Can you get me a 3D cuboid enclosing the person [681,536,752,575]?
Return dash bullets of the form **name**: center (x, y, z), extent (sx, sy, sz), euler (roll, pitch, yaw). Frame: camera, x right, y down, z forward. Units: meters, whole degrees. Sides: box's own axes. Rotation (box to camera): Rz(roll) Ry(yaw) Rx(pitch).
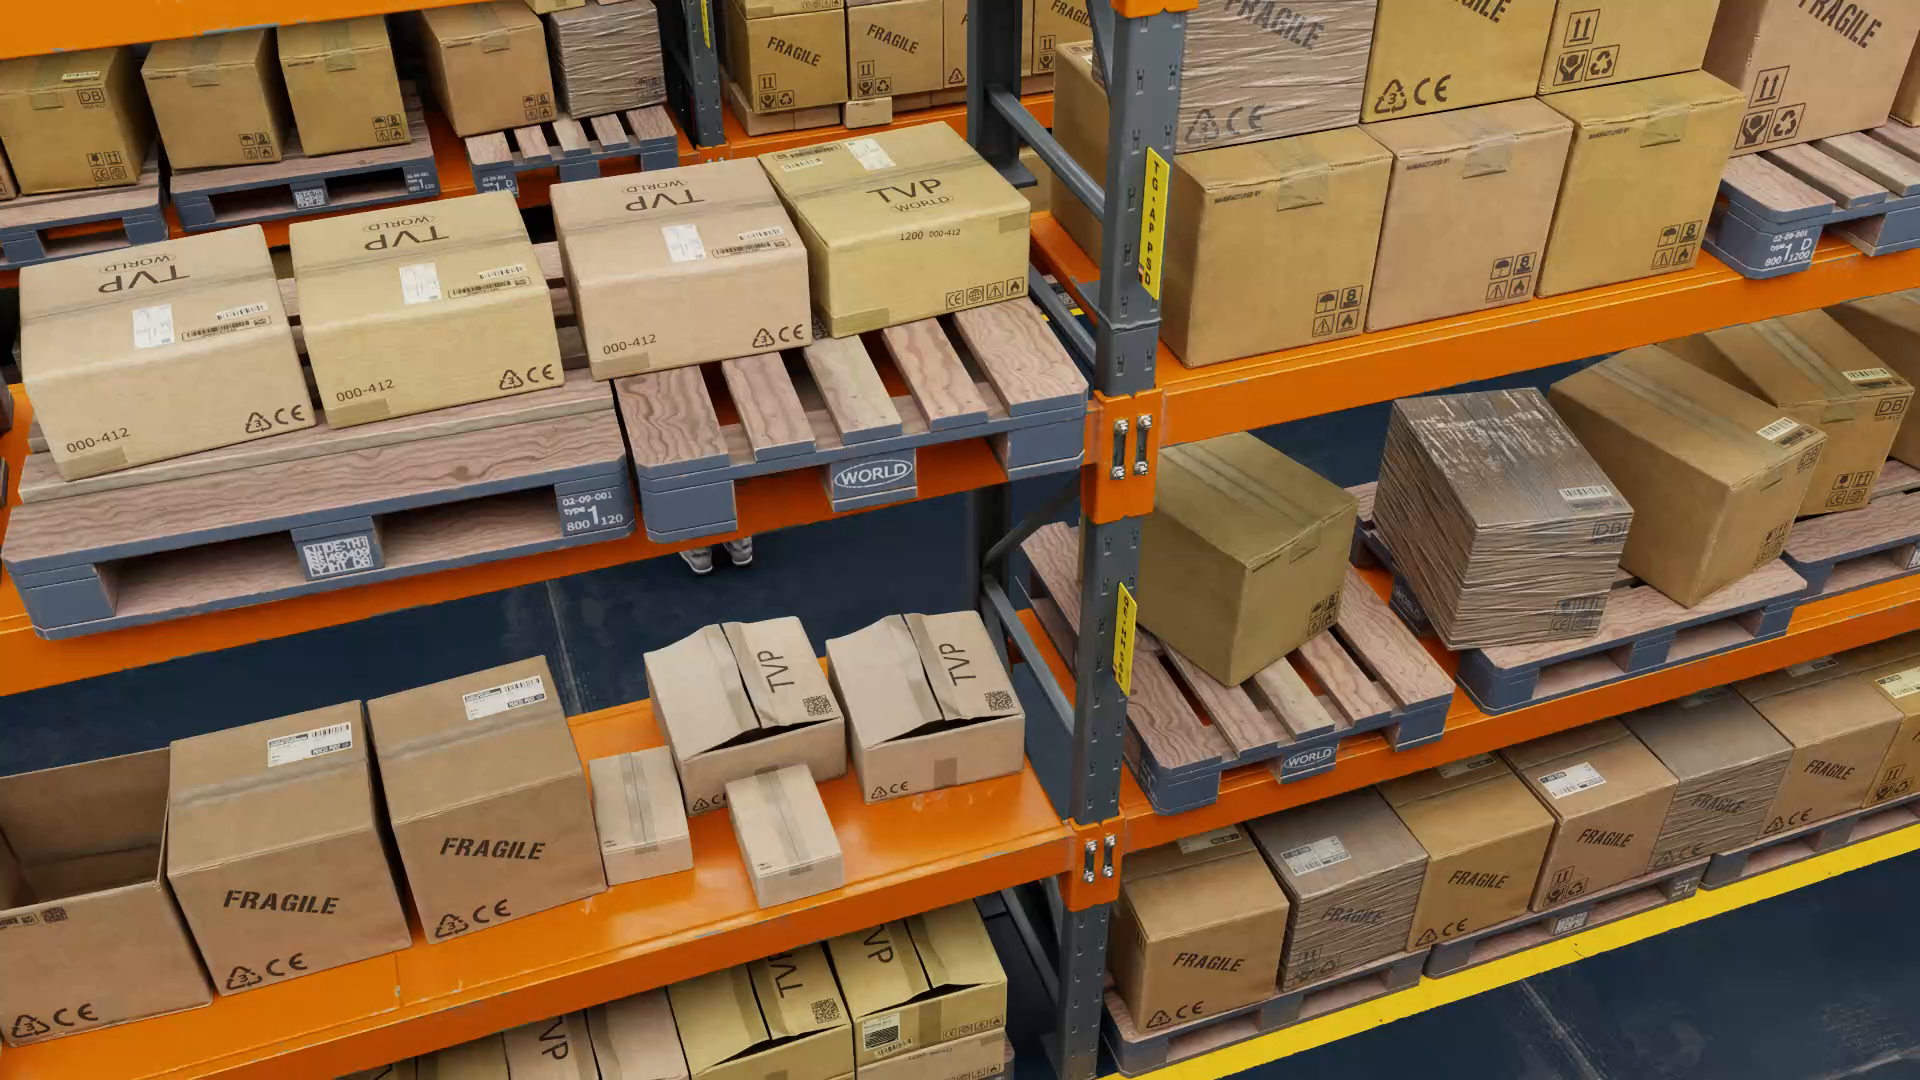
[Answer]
- **person**: center (-1.211, -0.568, 7.626), extent (0.406, 1.532, 0.683), euler (-13, 40, -17)
